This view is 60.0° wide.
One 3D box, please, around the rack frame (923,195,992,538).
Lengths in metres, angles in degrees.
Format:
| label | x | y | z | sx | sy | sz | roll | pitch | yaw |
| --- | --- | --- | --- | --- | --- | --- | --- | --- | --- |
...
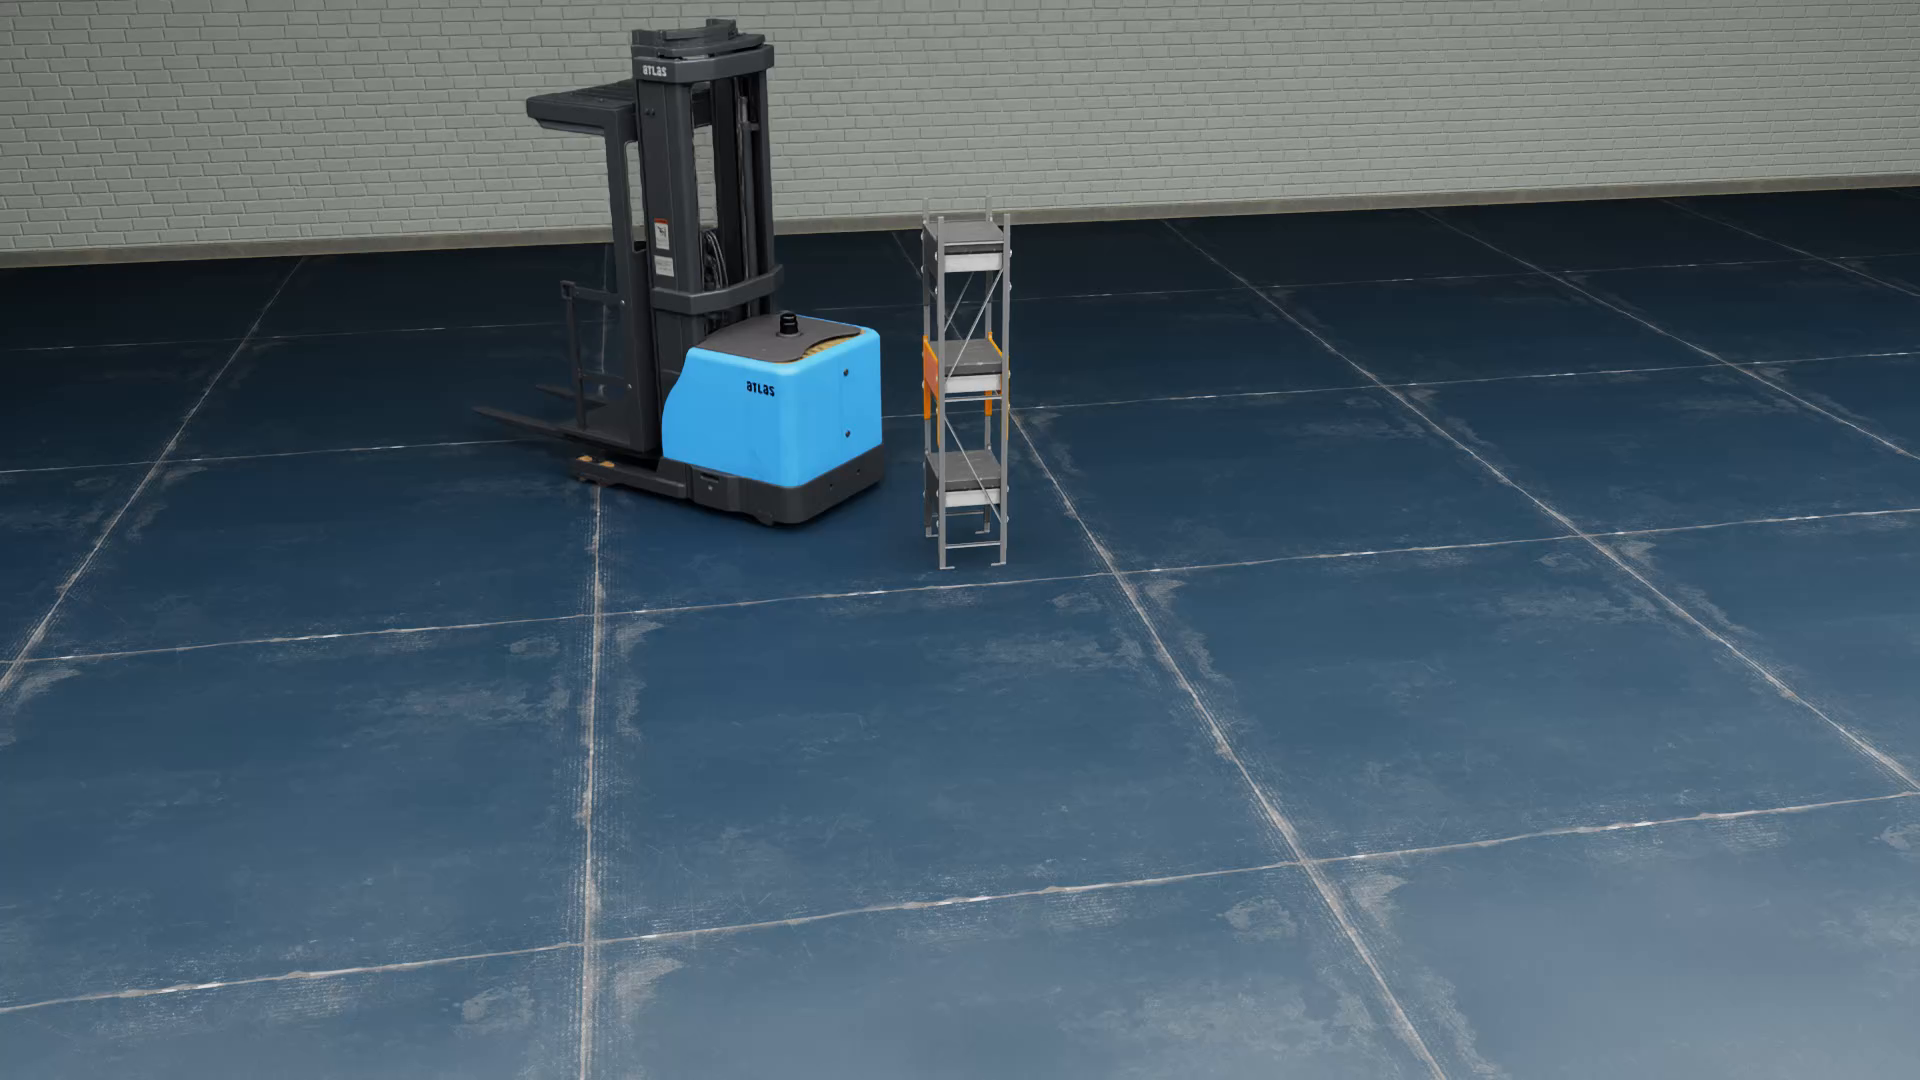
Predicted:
| label | x | y | z | sx | sy | sz | roll | pitch | yaw |
| --- | --- | --- | --- | --- | --- | --- | --- | --- | --- |
| rack frame | -0.015 | -0.993 | 9.900 | 0.400 | 2.100 | 0.015 | -4 | 24 | -10 |

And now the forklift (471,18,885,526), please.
| label | x | y | z | sx | sy | sz | roll | pitch | yaw |
| --- | --- | --- | --- | --- | --- | --- | --- | --- | --- |
| forklift | -2.019 | -1.861 | 10.848 | 3.031 | 2.935 | 1.130 | 14 | 27 | 29 |

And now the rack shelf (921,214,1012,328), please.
| label | x | y | z | sx | sy | sz | roll | pitch | yaw |
| --- | --- | --- | --- | --- | --- | --- | --- | --- | --- |
| rack shelf | 0.031 | -1.526 | 9.406 | 0.431 | 0.518 | 0.480 | -4 | 24 | -10 |

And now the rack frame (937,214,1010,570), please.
| label | x | y | z | sx | sy | sz | roll | pitch | yaw |
| --- | --- | --- | --- | --- | --- | --- | --- | --- | --- |
| rack frame | 0.076 | -0.801 | 9.461 | 0.400 | 2.100 | 0.015 | -4 | 24 | -10 |

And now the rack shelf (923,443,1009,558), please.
| label | x | y | z | sx | sy | sz | roll | pitch | yaw |
| --- | --- | --- | --- | --- | --- | --- | --- | --- | --- |
| rack shelf | 0.031 | -0.243 | 9.966 | 0.431 | 0.518 | 0.480 | -4 | 24 | -10 |

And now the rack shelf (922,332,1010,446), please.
| label | x | y | z | sx | sy | sz | roll | pitch | yaw |
| --- | --- | --- | --- | --- | --- | --- | --- | --- | --- |
| rack shelf | 0.031 | -0.885 | 9.686 | 0.431 | 0.518 | 0.480 | -4 | 24 | -10 |

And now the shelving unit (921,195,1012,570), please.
| label | x | y | z | sx | sy | sz | roll | pitch | yaw |
| --- | --- | --- | --- | --- | --- | --- | --- | --- | --- |
| shelving unit | 0.031 | -0.897 | 9.681 | 0.431 | 2.100 | 0.503 | -4 | 24 | -10 |
